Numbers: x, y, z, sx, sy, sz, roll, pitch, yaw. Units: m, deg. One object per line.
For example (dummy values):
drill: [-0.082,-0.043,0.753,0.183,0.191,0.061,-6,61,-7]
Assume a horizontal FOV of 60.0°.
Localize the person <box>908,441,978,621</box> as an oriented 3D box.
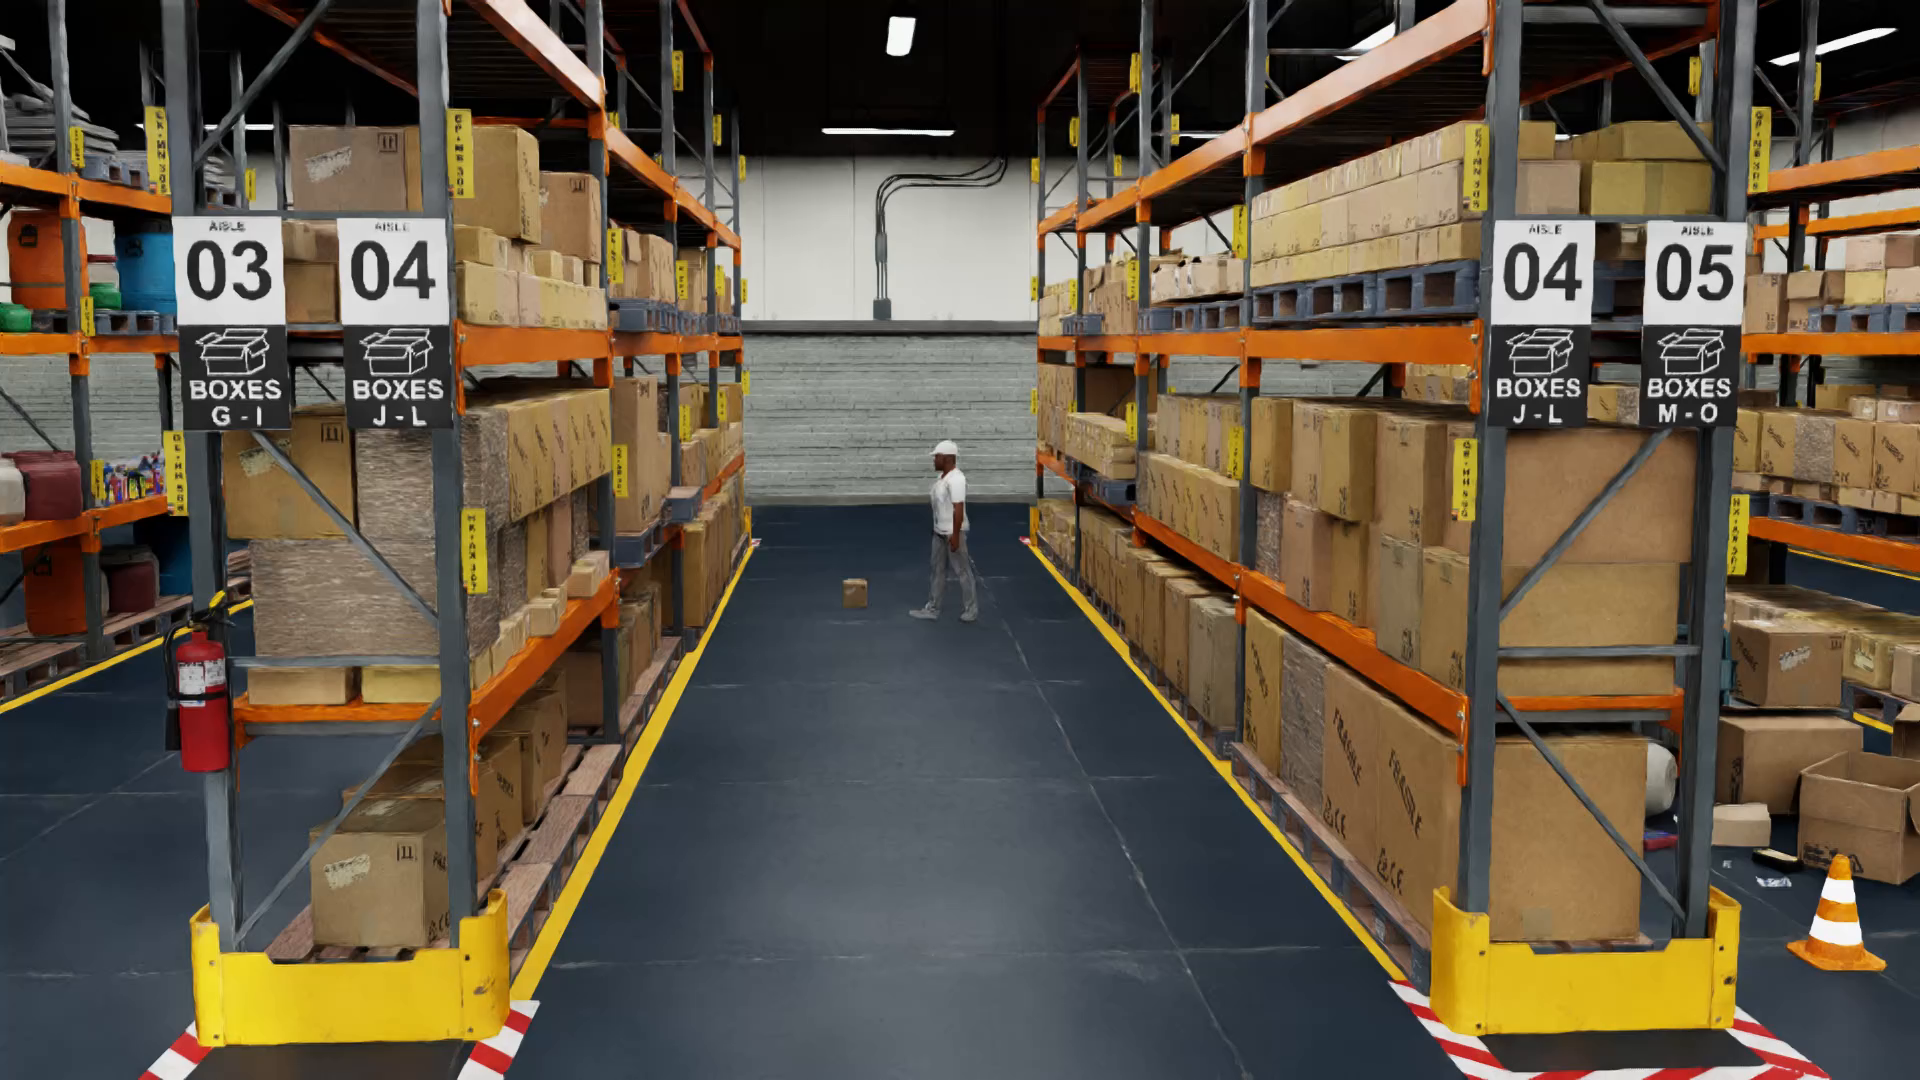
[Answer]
person: [-0.163,-0.088,16.316,0.633,1.766,0.709,-2,7,-19]
